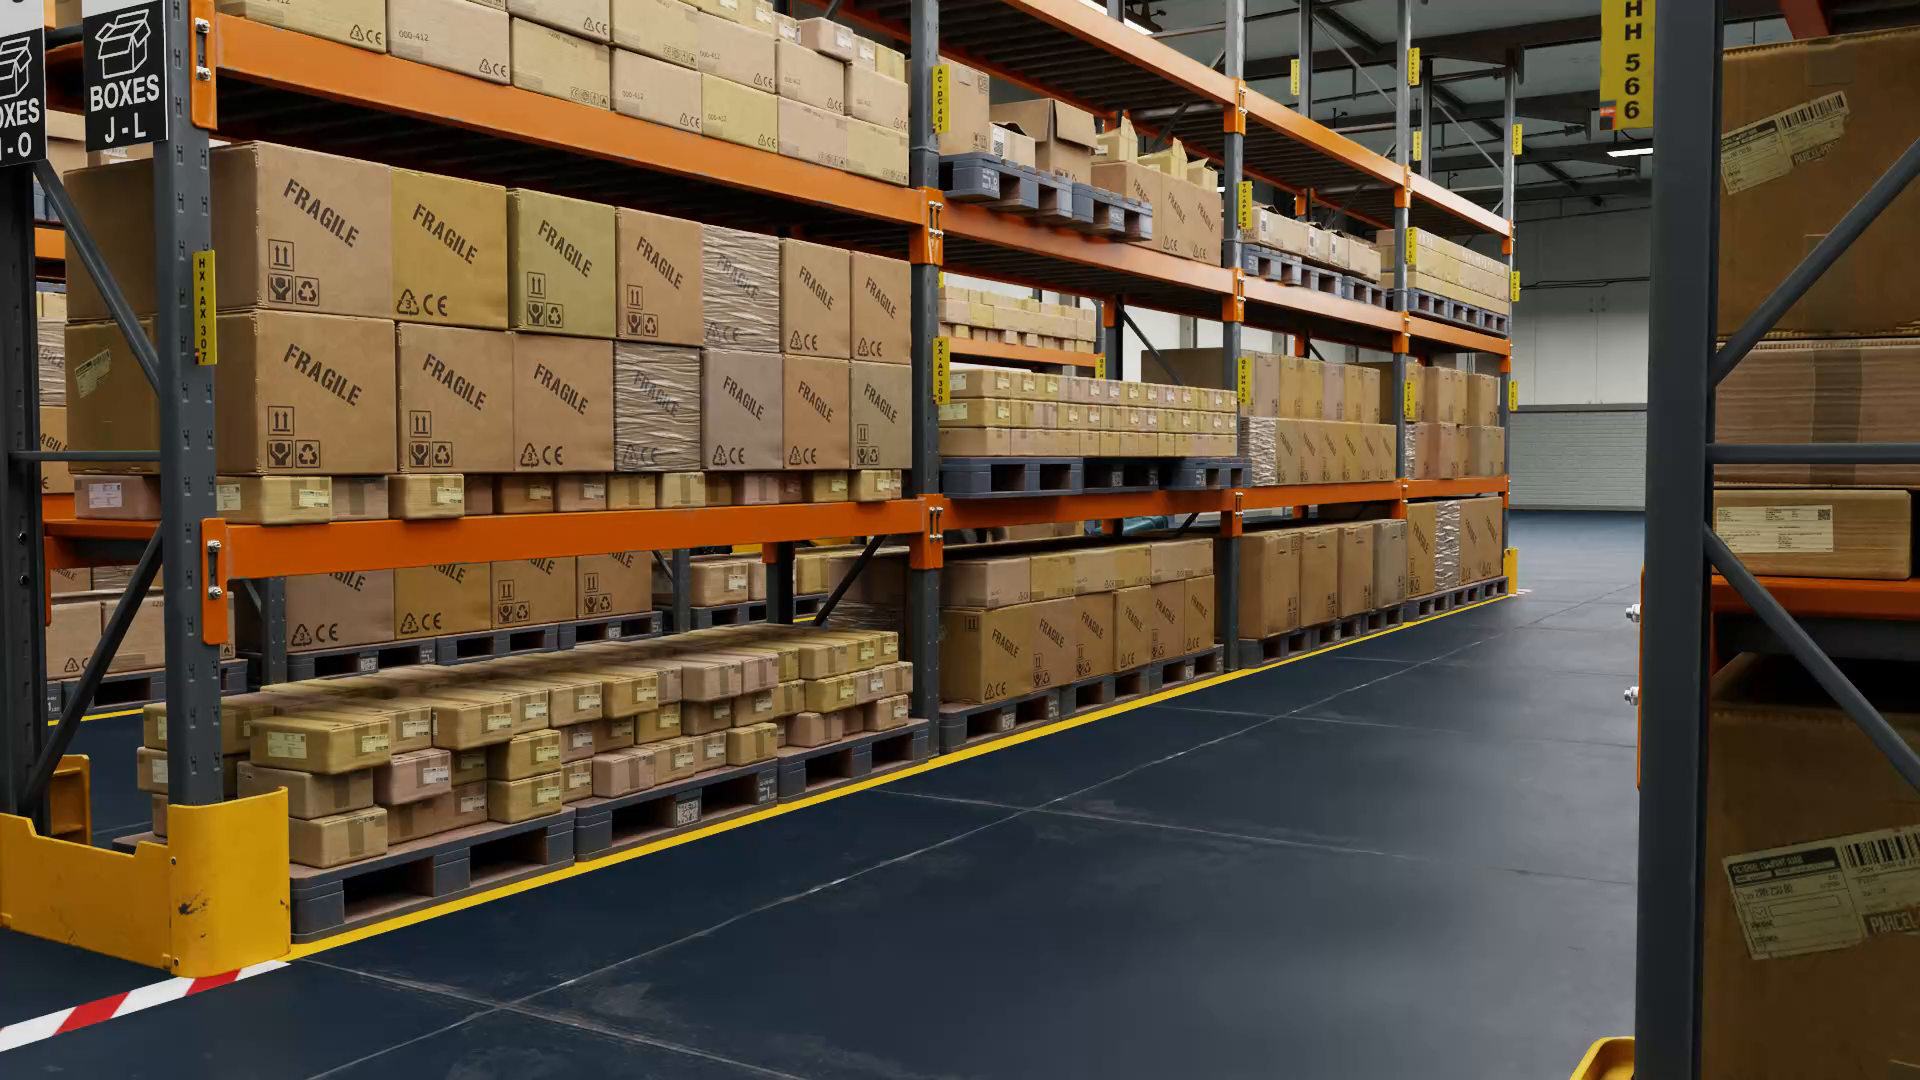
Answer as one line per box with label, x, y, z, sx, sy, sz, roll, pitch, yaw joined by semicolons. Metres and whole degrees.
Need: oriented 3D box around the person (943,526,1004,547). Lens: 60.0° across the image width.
person;0.120;0.067;13.354;0.555;1.577;0.581;2;3;32
